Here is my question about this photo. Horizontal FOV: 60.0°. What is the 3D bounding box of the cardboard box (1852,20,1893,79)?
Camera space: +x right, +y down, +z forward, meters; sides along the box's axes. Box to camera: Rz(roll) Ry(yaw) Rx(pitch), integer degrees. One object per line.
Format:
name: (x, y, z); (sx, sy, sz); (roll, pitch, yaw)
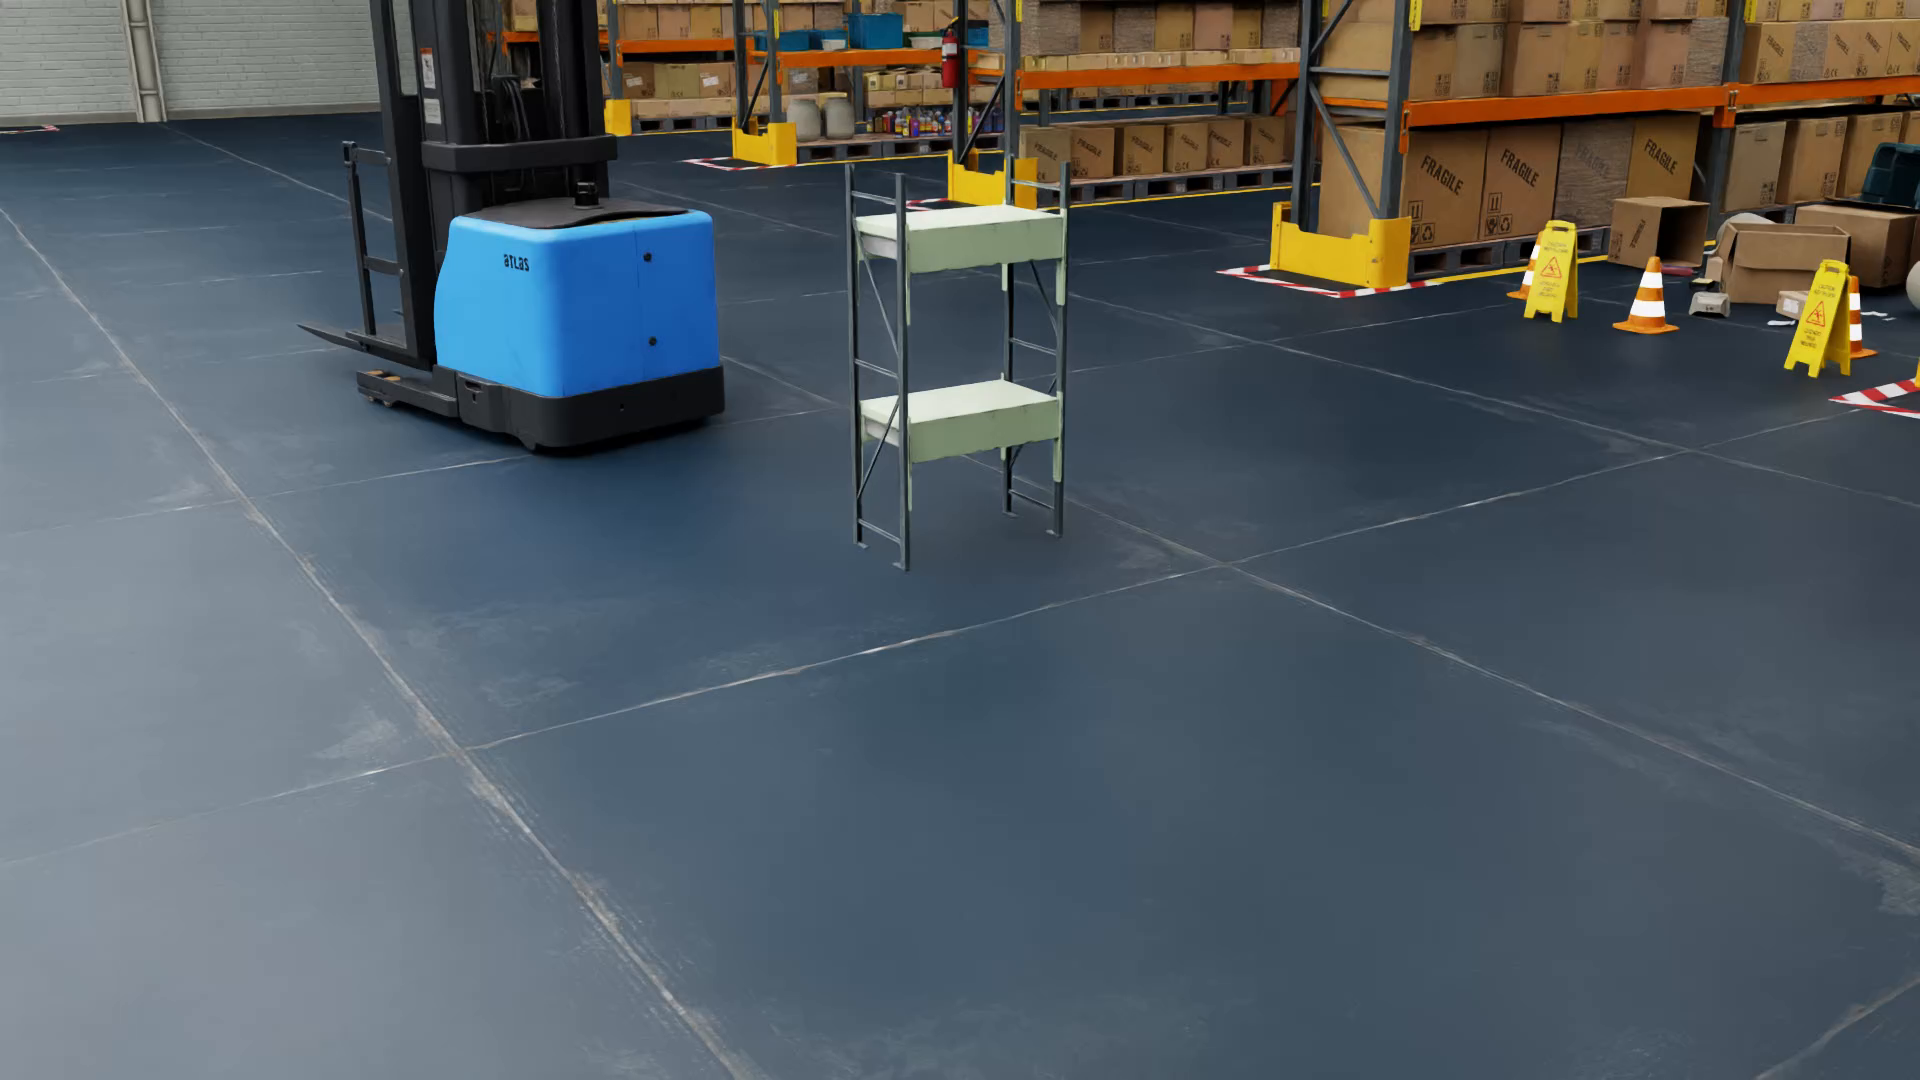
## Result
cardboard box: (8.090, -4.485, 15.172); (0.500, 0.500, 0.500); (-12, 22, -31)

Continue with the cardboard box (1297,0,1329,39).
cardboard box: (4.336, -6.082, 18.458); (1.000, 1.000, 1.000); (-12, 22, -31)

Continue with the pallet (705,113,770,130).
pallet: (-3.557, -6.480, 25.583); (1.213, 0.211, 1.003); (-12, 22, -31)

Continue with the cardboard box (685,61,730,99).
cardboard box: (-3.793, -6.908, 24.963); (0.500, 0.500, 0.500); (-12, 22, -31)

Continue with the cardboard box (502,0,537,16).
cardboard box: (-7.354, -9.064, 27.903); (0.500, 0.500, 0.500); (-12, 22, -31)

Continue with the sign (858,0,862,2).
sign: (-1.543, -8.446, 25.568); (0.005, 0.325, 0.100); (-12, 22, -31)

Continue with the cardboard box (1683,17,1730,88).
cardboard box: (5.937, -4.154, 14.115); (0.550, 0.550, 0.875); (-12, 22, -31)

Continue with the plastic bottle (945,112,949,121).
plastic bottle: (-0.135, -5.462, 21.772); (0.133, 0.283, 0.061); (-12, 22, -31)

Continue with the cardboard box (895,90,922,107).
cardboard box: (-0.949, -7.137, 26.810); (0.500, 0.250, 0.500); (-11, 22, -30)

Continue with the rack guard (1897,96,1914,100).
rack guard: (13.637, -6.430, 24.983); (0.348, 0.500, 1.175); (-12, 22, -31)

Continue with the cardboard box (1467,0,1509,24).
cardboard box: (3.638, -4.206, 12.582); (0.550, 0.550, 0.875); (-12, 22, -31)

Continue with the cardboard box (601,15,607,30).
cardboard box: (-6.058, -8.977, 28.819); (0.500, 0.250, 0.500); (-12, 22, -31)

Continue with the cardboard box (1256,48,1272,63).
cardboard box: (3.122, -5.191, 17.808); (0.250, 0.149, 0.380); (-12, 22, -31)

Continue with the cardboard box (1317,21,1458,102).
cardboard box: (3.183, -3.595, 12.462); (0.550, 0.550, 0.875); (-12, 22, -31)

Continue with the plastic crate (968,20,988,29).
plastic crate: (0.364, -6.733, 22.074); (0.504, 0.338, 0.767); (-12, 22, -31)

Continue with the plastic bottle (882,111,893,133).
plastic bottle: (-0.951, -5.512, 21.932); (0.135, 0.276, 0.152); (-12, 22, -31)

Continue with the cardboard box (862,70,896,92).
cardboard box: (-1.368, -7.315, 26.459); (0.500, 0.311, 0.500); (-12, 22, -31)

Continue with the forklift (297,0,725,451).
forklift: (-2.605, -2.198, 8.671); (3.031, 2.935, 1.130); (17, 25, 41)

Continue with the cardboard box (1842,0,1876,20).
cardboard box: (7.923, -5.030, 15.223); (0.500, 0.500, 0.700); (-12, 22, -32)

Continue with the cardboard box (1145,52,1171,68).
cardboard box: (1.930, -4.897, 16.939); (0.250, 0.149, 0.380); (-12, 22, -31)

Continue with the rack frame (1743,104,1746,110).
rack frame: (10.277, -6.905, 22.486); (0.127, 3.000, 1.000); (-12, 22, -31)

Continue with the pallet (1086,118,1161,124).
pallet: (2.526, -5.865, 23.763); (1.213, 0.211, 1.003); (-12, 22, -31)

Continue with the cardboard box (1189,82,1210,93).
cardboard box: (4.160, -8.331, 29.921); (0.500, 0.500, 0.500); (-12, 22, -31)

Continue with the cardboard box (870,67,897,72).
cardboard box: (-1.238, -7.550, 27.155); (0.500, 0.311, 0.500); (-11, 22, -30)

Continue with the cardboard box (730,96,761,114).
cardboard box: (-3.367, -6.637, 25.330); (0.500, 0.250, 0.500); (-12, 22, -31)

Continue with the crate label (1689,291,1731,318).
crate label: (5.083, -1.597, 11.256); (0.250, 0.136, 0.298); (9, 21, 25)

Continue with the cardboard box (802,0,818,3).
cardboard box: (-2.384, -8.306, 25.461); (0.250, 0.149, 0.380); (-13, 22, -33)

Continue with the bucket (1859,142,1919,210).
bucket: (7.393, -2.680, 12.727); (0.620, 0.611, 0.726); (5, 17, -16)

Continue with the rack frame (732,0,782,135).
rack frame: (-2.469, -6.116, 20.153); (0.127, 3.000, 1.000); (-12, 22, -31)

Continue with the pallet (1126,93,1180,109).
pallet: (3.153, -7.865, 29.679); (1.213, 0.211, 1.003); (-12, 22, -31)

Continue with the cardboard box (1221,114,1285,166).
cardboard box: (3.239, -4.451, 18.474); (0.500, 0.500, 0.500); (-13, 22, -33)

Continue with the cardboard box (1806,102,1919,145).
cardboard box: (9.021, -3.906, 16.472); (0.750, 0.750, 1.050); (-12, 22, -32)

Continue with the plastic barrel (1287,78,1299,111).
plastic barrel: (5.034, -6.760, 25.285); (0.421, 0.512, 0.421); (0, 19, 0)

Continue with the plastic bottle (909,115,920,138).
plastic bottle: (-0.585, -5.309, 21.319); (0.133, 0.283, 0.061); (-11, 22, -31)

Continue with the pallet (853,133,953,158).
pallet: (-0.733, -5.176, 21.727); (1.213, 0.211, 1.003); (-12, 22, -31)

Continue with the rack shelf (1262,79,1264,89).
rack shelf: (5.266, -5.507, 19.475); (4.000, 0.370, 1.077); (-12, 22, -31)

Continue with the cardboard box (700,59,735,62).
cardboard box: (-3.661, -7.135, 25.633); (0.500, 0.500, 0.500); (-12, 22, -31)

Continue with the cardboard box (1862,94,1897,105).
cardboard box: (13.127, -6.668, 24.446); (0.875, 0.875, 0.875); (-12, 22, -31)

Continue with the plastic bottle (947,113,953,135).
plastic bottle: (-0.076, -5.430, 21.689); (0.135, 0.276, 0.152); (-11, 22, -30)

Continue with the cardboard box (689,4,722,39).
cardboard box: (-3.940, -7.748, 24.822); (0.500, 0.500, 0.700); (-12, 22, -31)

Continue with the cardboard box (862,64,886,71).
cardboard box: (-1.809, -9.059, 32.072); (0.500, 0.500, 0.700); (-12, 22, -31)

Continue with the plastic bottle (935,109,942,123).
plastic bottle: (-0.291, -5.636, 22.306); (0.097, 0.271, 0.097); (0, 19, 0)

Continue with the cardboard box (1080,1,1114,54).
cardboard box: (1.081, -5.189, 16.790); (0.500, 0.500, 0.875); (-12, 22, -31)

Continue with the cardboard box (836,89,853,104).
cardboard box: (-1.663, -7.193, 26.976); (0.500, 0.250, 0.500); (-12, 22, -32)

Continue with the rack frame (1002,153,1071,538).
rack frame: (0.300, -0.774, 6.692); (0.023, 1.500, 0.400); (-12, 22, -31)

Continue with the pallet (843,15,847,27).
pallet: (-2.867, -9.725, 31.126); (1.213, 0.211, 1.003); (-12, 22, -31)

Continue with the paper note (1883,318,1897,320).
paper note: (6.201, -1.473, 11.087); (0.123, 0.001, 0.032); (-12, 22, -31)

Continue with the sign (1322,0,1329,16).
sign: (3.900, -5.762, 17.754); (0.005, 0.325, 0.100); (-12, 22, -31)

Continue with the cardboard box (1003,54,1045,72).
cardboard box: (0.624, -4.659, 16.234); (0.250, 0.149, 0.380); (-12, 22, -31)

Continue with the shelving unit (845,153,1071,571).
shelving unit: (-0.006, -0.709, 6.501); (0.755, 1.500, 0.431); (-12, 22, -31)

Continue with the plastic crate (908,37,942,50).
plastic crate: (-0.346, -6.342, 21.232); (0.437, 0.136, 0.530); (-12, 22, -31)

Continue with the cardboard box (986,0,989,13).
cardboard box: (0.598, -10.661, 32.943); (0.500, 0.500, 0.500); (-11, 22, -30)

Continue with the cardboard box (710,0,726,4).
cardboard box: (-3.670, -8.035, 24.660); (0.250, 0.149, 0.380); (-12, 22, -32)

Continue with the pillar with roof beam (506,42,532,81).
pillar with roof beam: (-5.442, -10.811, 24.673); (0.400, 9.000, 9.100); (-12, 22, -31)
